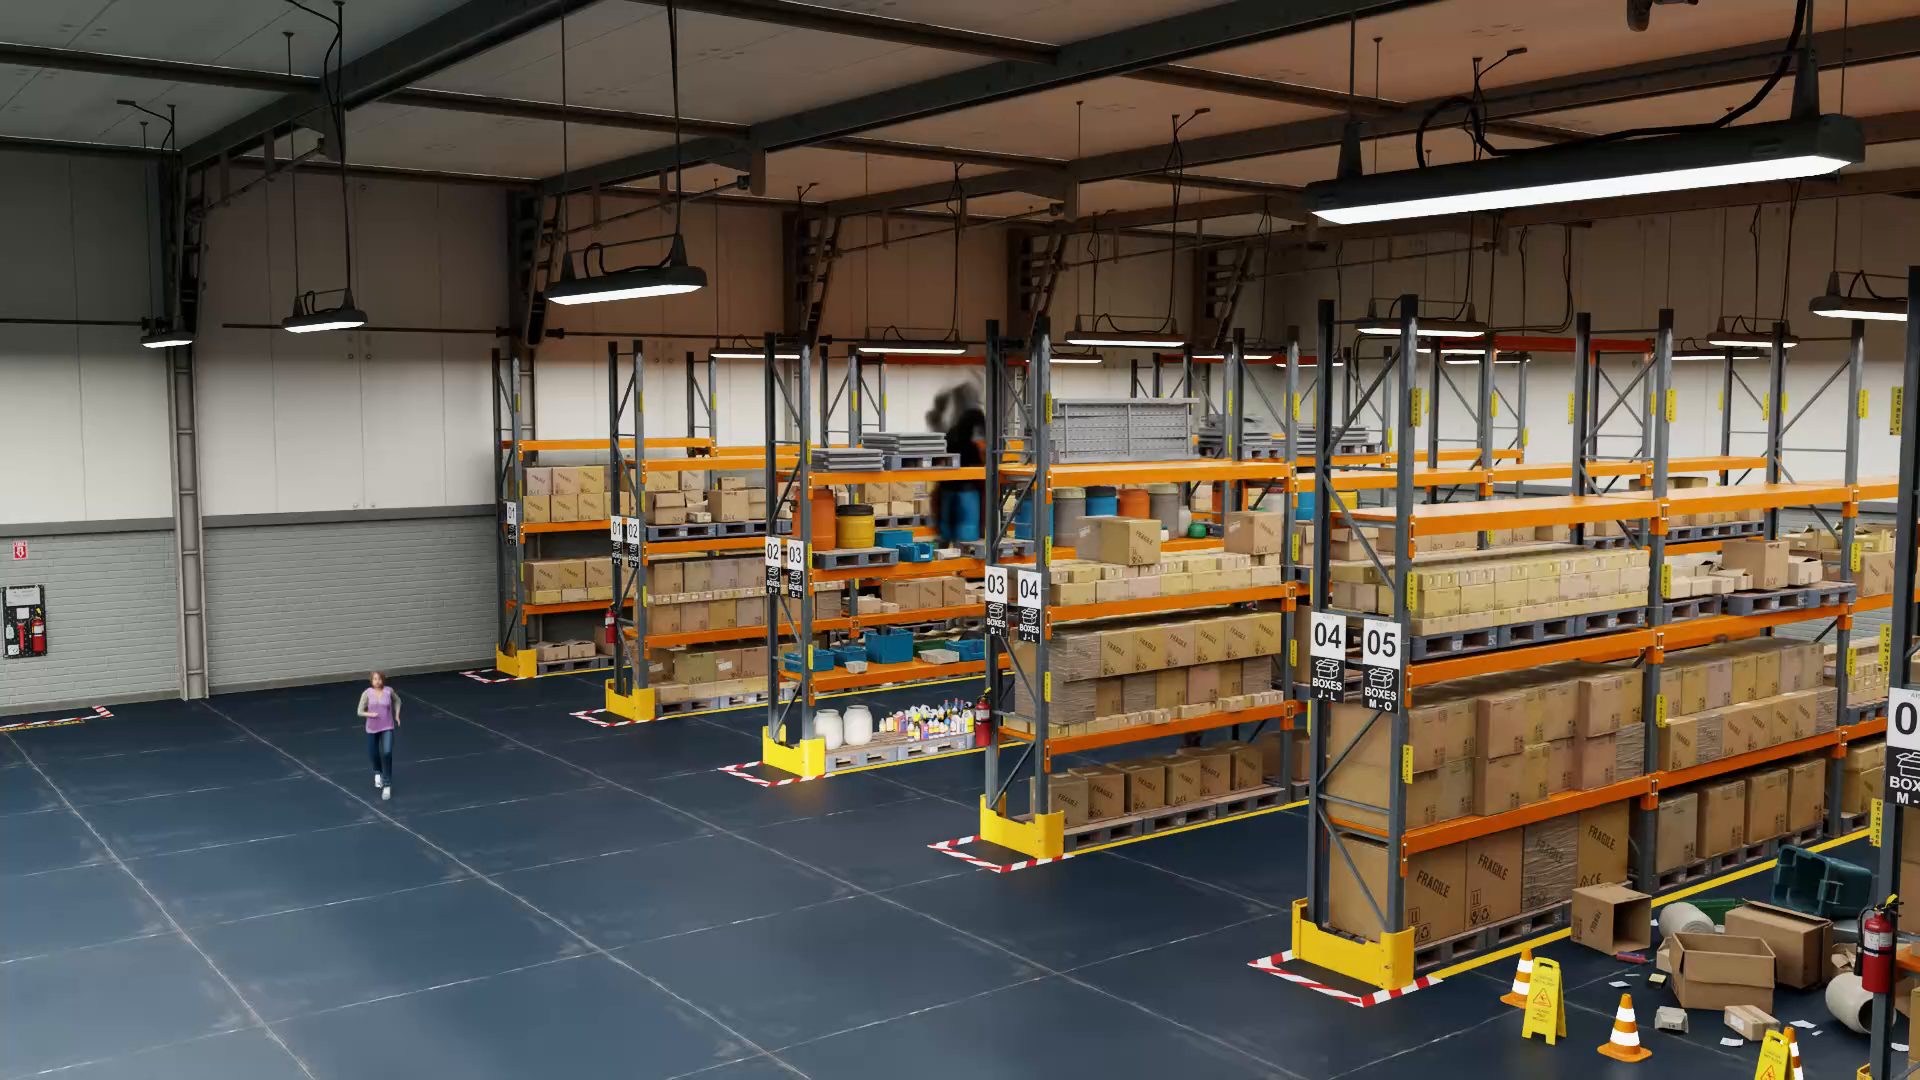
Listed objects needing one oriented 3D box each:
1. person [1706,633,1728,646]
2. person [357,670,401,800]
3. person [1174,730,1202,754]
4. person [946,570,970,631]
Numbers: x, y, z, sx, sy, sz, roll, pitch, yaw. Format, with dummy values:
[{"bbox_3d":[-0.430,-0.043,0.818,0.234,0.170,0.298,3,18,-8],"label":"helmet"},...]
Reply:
[{"bbox_3d":[11.175,2.132,24.574,0.600,1.724,0.669,-4,7,-40],"label":"person"},{"bbox_3d":[-7.463,2.467,21.397,0.525,1.616,0.838,-2,5,-17],"label":"person"},{"bbox_3d":[3.115,2.056,22.593,0.684,1.741,0.691,5,7,44],"label":"person"},{"bbox_3d":[0.025,1.397,33.546,0.777,1.715,0.582,-3,6,-33],"label":"person"}]
